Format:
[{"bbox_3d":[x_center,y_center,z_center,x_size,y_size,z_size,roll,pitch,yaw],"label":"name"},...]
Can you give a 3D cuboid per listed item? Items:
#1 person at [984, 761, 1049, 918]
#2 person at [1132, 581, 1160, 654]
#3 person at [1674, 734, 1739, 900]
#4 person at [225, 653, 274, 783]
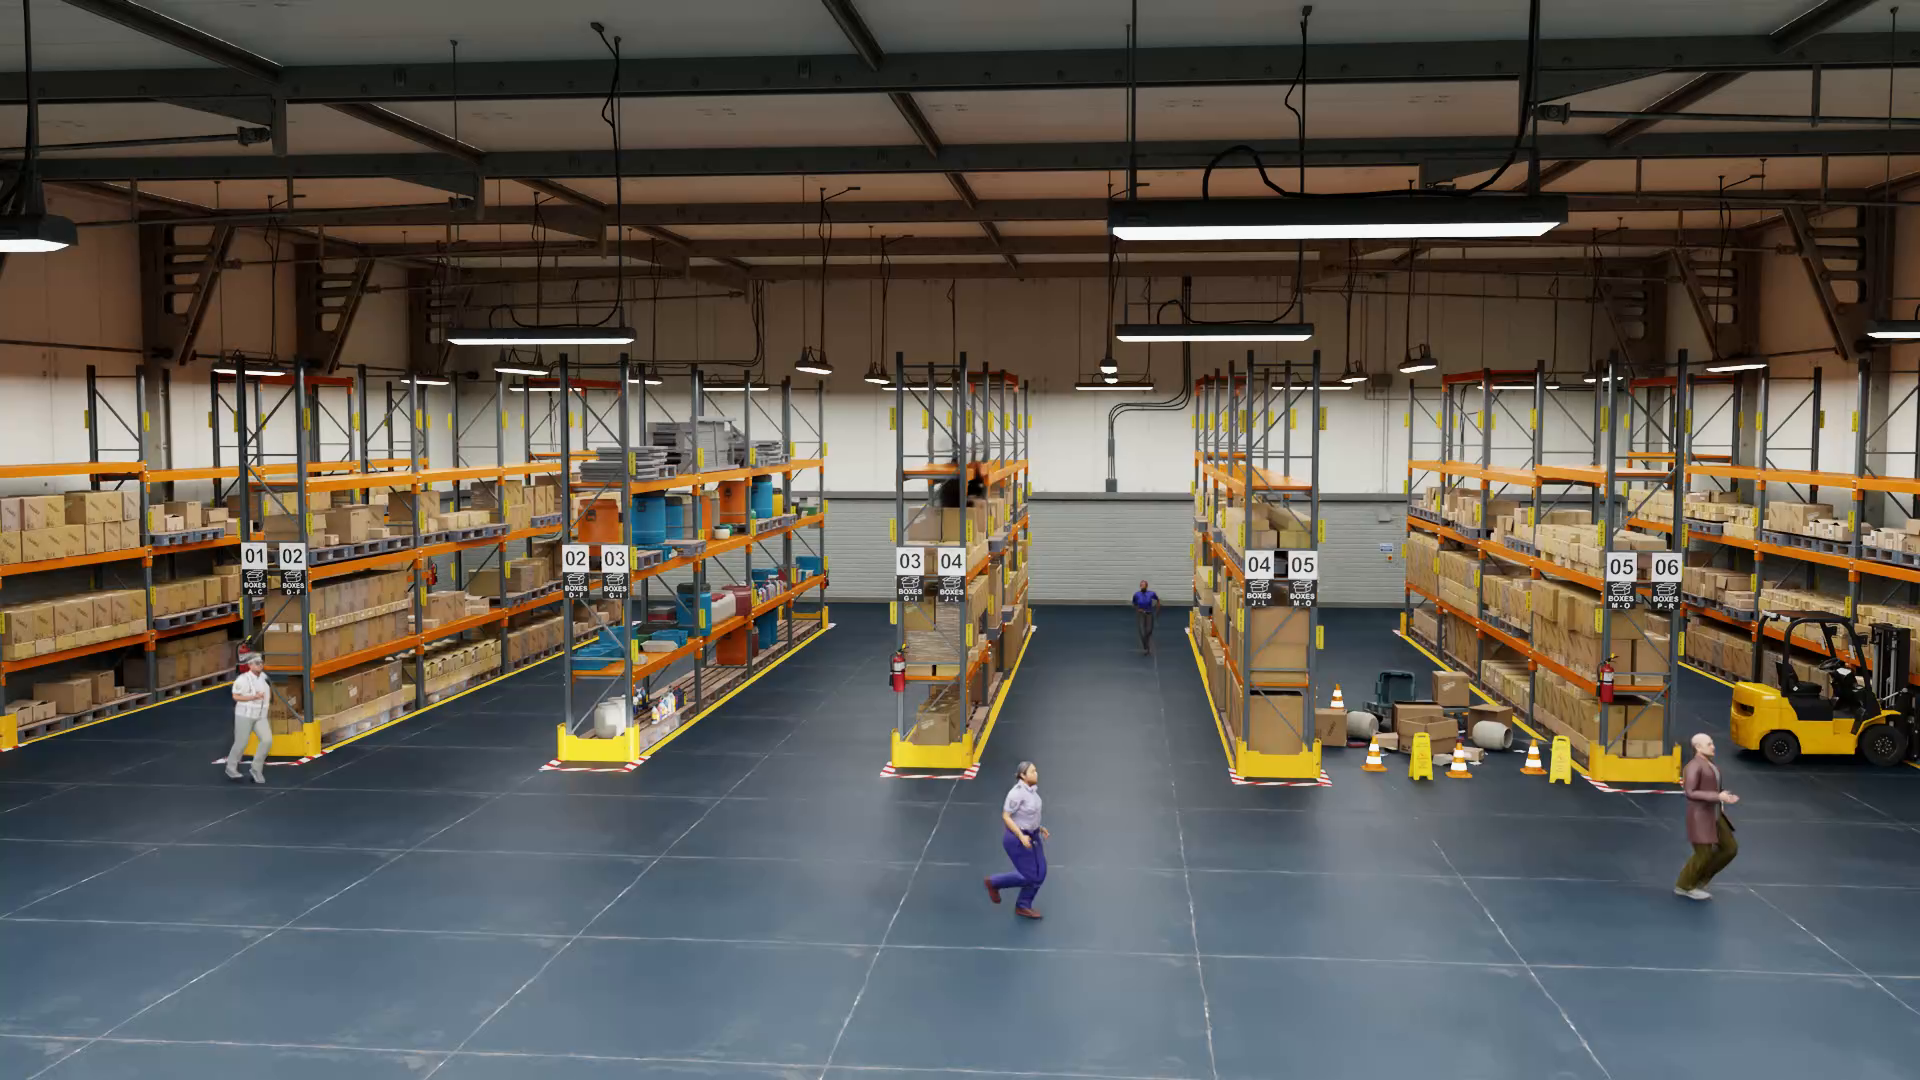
[{"bbox_3d":[0.575,3.018,16.850,0.586,1.600,0.593,2,5,26],"label":"person"},{"bbox_3d":[4.013,1.671,35.843,0.616,1.606,0.632,0,4,3],"label":"person"},{"bbox_3d":[7.797,2.899,17.281,0.690,1.768,0.681,-3,5,-40],"label":"person"},{"bbox_3d":[-9.859,2.490,23.206,0.765,1.851,0.659,2,5,31],"label":"person"}]
